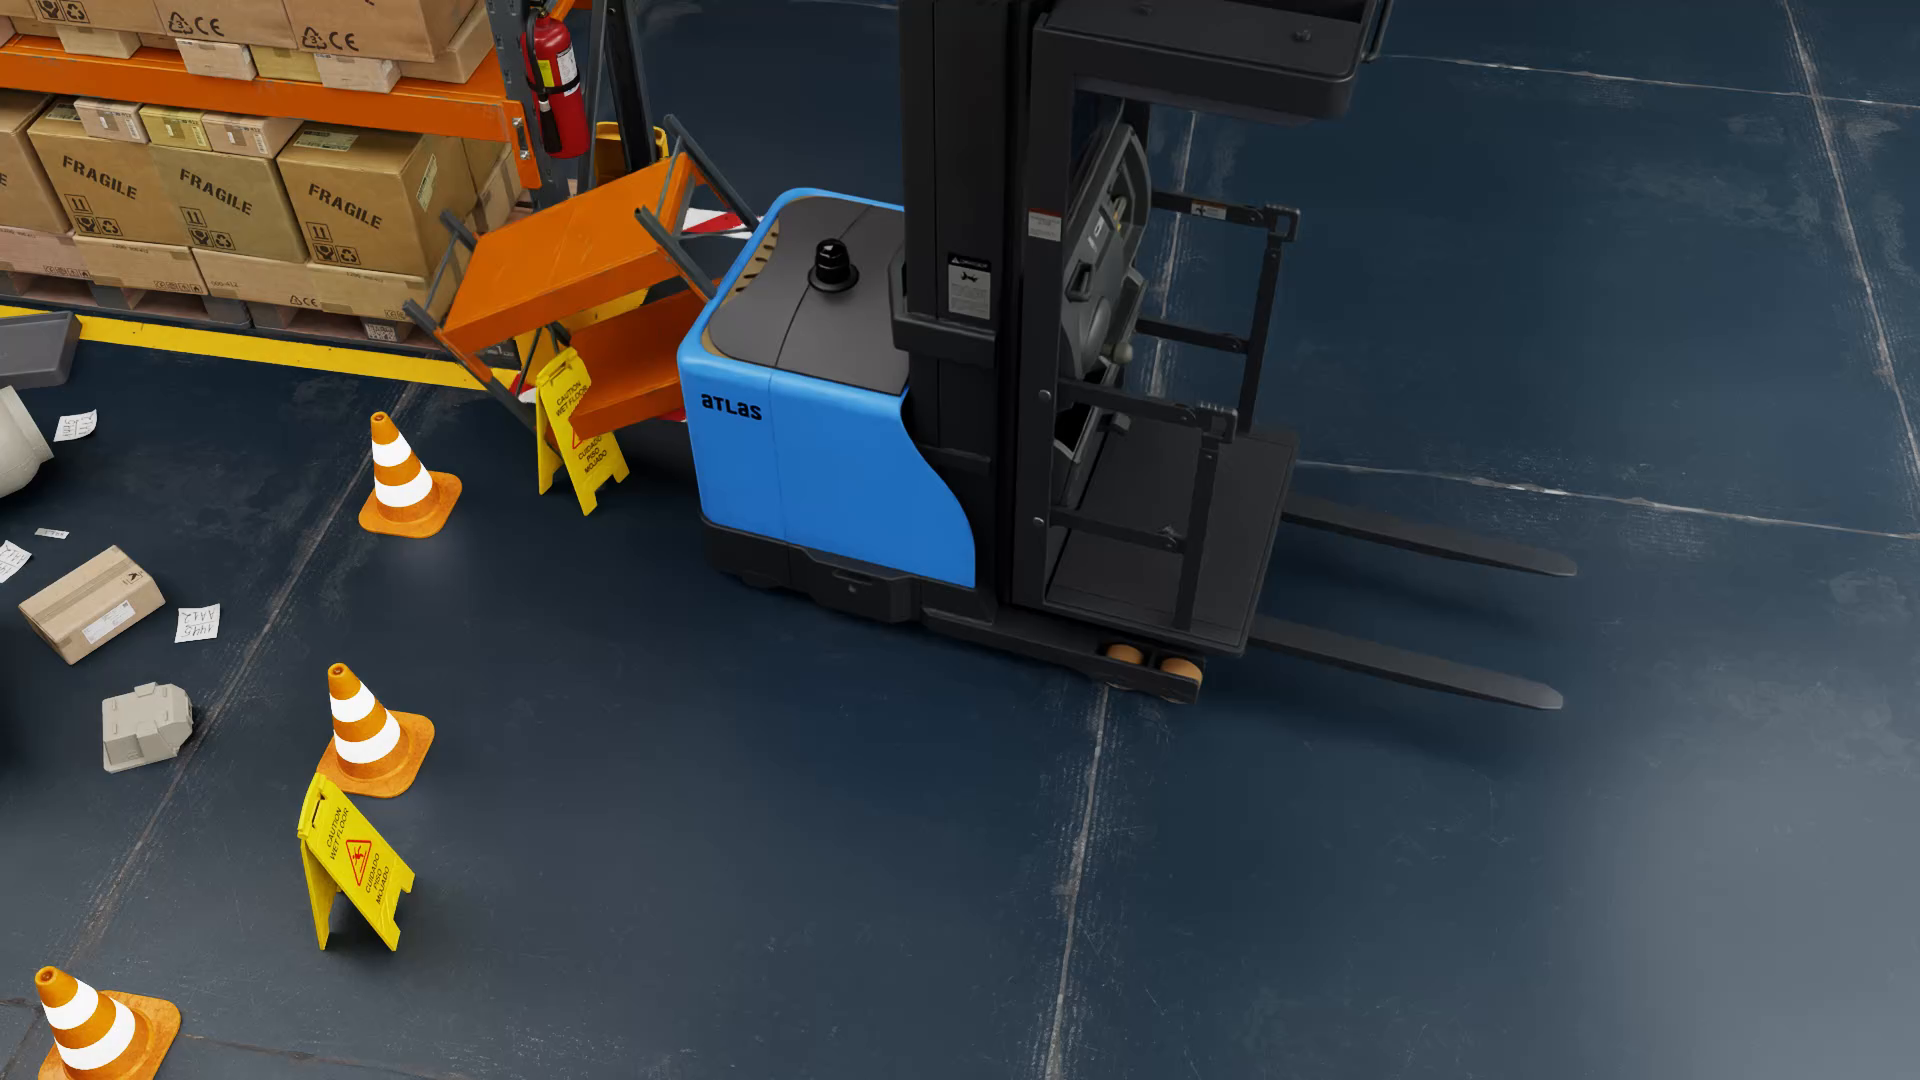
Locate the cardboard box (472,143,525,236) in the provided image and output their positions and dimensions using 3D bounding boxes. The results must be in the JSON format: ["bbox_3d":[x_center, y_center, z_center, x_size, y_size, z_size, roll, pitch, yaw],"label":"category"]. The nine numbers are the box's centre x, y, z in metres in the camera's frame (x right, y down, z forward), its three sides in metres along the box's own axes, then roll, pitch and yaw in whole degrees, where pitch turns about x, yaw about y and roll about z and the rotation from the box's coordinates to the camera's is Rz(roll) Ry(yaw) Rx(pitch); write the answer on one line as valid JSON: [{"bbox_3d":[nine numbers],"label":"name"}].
[{"bbox_3d":[-2.195,-1.559,7.201,0.500,0.250,0.500,7,48,7],"label":"cardboard box"}]

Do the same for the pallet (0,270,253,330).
[{"bbox_3d":[-3.516,-1.403,7.369,1.213,0.211,1.003,8,49,7],"label":"pallet"}]

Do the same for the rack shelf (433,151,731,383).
[{"bbox_3d":[-1.312,-0.958,5.820,1.000,0.278,0.538,-15,48,26],"label":"rack shelf"}]

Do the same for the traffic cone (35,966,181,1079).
[{"bbox_3d":[-2.502,1.346,4.730,0.334,0.463,0.336,8,49,7],"label":"traffic cone"}]

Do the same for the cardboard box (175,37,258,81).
[{"bbox_3d":[-2.633,-1.852,6.066,0.250,0.149,0.380,8,49,8],"label":"cardboard box"}]

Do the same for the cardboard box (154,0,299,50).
[{"bbox_3d":[-2.526,-2.102,5.855,0.500,0.500,0.500,8,49,7],"label":"cardboard box"}]

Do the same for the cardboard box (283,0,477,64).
[{"bbox_3d":[-2.034,-2.032,5.792,0.500,0.500,0.500,7,48,6],"label":"cardboard box"}]

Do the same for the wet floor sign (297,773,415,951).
[{"bbox_3d":[-1.851,0.949,4.963,0.232,0.644,0.267,0,48,0],"label":"wet floor sign"}]

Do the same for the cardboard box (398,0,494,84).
[{"bbox_3d":[-1.857,-1.838,6.054,0.250,0.149,0.380,9,49,8],"label":"cardboard box"}]

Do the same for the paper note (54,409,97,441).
[{"bbox_3d":[-3.533,-0.459,6.642,0.148,0.019,0.142,-7,48,-7],"label":"paper note"}]

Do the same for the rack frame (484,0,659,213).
[{"bbox_3d":[-1.451,-2.029,6.057,0.127,3.000,1.000,8,49,7],"label":"rack frame"}]

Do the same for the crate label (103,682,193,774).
[{"bbox_3d":[-2.751,0.614,5.606,0.298,0.136,0.250,-15,50,-13],"label":"crate label"}]

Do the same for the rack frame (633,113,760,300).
[{"bbox_3d":[-0.728,-0.909,5.794,0.032,1.125,0.500,-15,48,26],"label":"rack frame"}]

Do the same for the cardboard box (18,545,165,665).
[{"bbox_3d":[-3.099,0.229,5.944,0.250,0.149,0.380,32,56,26],"label":"cardboard box"}]

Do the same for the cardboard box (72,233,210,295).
[{"bbox_3d":[-3.318,-1.300,6.968,0.500,0.250,0.500,6,48,5],"label":"cardboard box"}]

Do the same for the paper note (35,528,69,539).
[{"bbox_3d":[-3.422,-0.025,6.266,0.123,0.001,0.032,8,49,7],"label":"paper note"}]

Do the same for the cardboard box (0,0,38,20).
[{"bbox_3d":[-3.513,-2.251,5.989,0.500,0.500,0.500,8,49,7],"label":"cardboard box"}]

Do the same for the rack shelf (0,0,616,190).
[{"bbox_3d":[-3.419,-2.053,6.562,4.000,0.370,1.077,8,49,7],"label":"rack shelf"}]

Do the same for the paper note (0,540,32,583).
[{"bbox_3d":[-3.544,0.077,6.168,0.142,0.019,0.148,23,52,20],"label":"paper note"}]

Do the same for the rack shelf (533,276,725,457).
[{"bbox_3d":[-1.053,-0.653,6.178,1.000,0.278,0.538,-15,48,26],"label":"rack shelf"}]

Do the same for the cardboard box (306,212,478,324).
[{"bbox_3d":[-2.318,-1.164,6.845,0.500,0.250,0.500,7,48,7],"label":"cardboard box"}]

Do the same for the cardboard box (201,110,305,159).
[{"bbox_3d":[-2.659,-1.632,6.326,0.250,0.149,0.380,9,49,8],"label":"cardboard box"}]

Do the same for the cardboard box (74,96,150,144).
[{"bbox_3d":[-3.165,-1.704,6.391,0.250,0.149,0.380,10,49,8],"label":"cardboard box"}]

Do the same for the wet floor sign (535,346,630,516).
[{"bbox_3d":[-1.454,-0.434,6.206,0.232,0.644,0.267,23,52,20],"label":"wet floor sign"}]

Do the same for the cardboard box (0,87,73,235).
[{"bbox_3d":[-3.816,-1.622,6.753,0.500,0.500,0.500,10,49,9],"label":"cardboard box"}]

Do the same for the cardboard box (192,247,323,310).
[{"bbox_3d":[-2.802,-1.235,6.909,0.500,0.250,0.500,8,49,7],"label":"cardboard box"}]

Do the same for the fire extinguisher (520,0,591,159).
[{"bbox_3d":[-1.420,-1.651,5.769,0.183,0.674,0.296,8,49,7],"label":"fire extinguisher"}]

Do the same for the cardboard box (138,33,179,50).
[{"bbox_3d":[-2.860,-1.989,6.189,0.250,0.149,0.380,8,49,7],"label":"cardboard box"}]

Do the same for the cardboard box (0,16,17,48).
[{"bbox_3d":[-3.624,-2.009,6.207,0.250,0.149,0.380,7,48,7],"label":"cardboard box"}]

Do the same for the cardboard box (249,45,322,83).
[{"bbox_3d":[-2.374,-1.840,6.055,0.250,0.149,0.380,7,48,6],"label":"cardboard box"}]

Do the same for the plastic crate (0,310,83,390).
[{"bbox_3d":[-3.988,-0.774,6.892,0.583,0.080,0.402,-7,48,-7],"label":"plastic crate"}]

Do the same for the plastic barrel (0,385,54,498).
[{"bbox_3d":[-3.753,-0.333,6.265,0.512,0.421,0.421,-32,55,-25],"label":"plastic barrel"}]

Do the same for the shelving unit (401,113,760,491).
[{"bbox_3d":[-1.171,-0.792,6.015,1.048,1.125,0.538,-15,48,26],"label":"shelving unit"}]

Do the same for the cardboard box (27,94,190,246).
[{"bbox_3d":[-3.295,-1.555,6.692,0.500,0.500,0.500,7,48,6],"label":"cardboard box"}]

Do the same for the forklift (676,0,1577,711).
[{"bbox_3d":[0.638,-0.862,5.054,3.031,2.935,1.130,14,50,12],"label":"forklift"}]

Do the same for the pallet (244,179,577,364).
[{"bbox_3d":[-2.319,-1.240,7.223,1.213,0.211,1.003,8,49,7],"label":"pallet"}]

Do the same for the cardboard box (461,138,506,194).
[{"bbox_3d":[-2.219,-1.813,6.924,0.500,0.500,0.500,6,48,6],"label":"cardboard box"}]

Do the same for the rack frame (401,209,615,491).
[{"bbox_3d":[-1.614,-0.675,6.236,0.032,1.125,0.500,-15,48,26],"label":"rack frame"}]

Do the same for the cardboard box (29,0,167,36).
[{"bbox_3d":[-3.018,-2.170,5.916,0.500,0.500,0.500,7,48,7],"label":"cardboard box"}]

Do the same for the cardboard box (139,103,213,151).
[{"bbox_3d":[-2.906,-1.668,6.358,0.250,0.149,0.380,8,49,7],"label":"cardboard box"}]

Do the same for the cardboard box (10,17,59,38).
[{"bbox_3d":[-3.358,-2.054,6.248,0.250,0.149,0.380,8,49,7],"label":"cardboard box"}]

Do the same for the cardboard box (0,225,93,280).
[{"bbox_3d":[-3.805,-1.373,7.034,0.500,0.250,0.500,7,48,6],"label":"cardboard box"}]

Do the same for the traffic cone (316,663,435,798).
[{"bbox_3d":[-1.966,0.564,5.432,0.334,0.463,0.336,8,49,7],"label":"traffic cone"}]

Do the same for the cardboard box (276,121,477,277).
[{"bbox_3d":[-2.286,-1.416,6.568,0.500,0.500,0.500,8,49,7],"label":"cardboard box"}]

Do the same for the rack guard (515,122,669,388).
[{"bbox_3d":[-1.526,-1.204,6.995,0.348,0.500,1.175,8,49,7],"label":"rack guard"}]

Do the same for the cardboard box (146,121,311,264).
[{"bbox_3d":[-2.800,-1.483,6.628,0.500,0.500,0.500,9,49,8],"label":"cardboard box"}]

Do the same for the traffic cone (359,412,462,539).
[{"bbox_3d":[-2.103,-0.294,6.203,0.334,0.463,0.336,8,49,7],"label":"traffic cone"}]

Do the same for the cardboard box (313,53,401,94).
[{"bbox_3d":[-2.126,-1.790,6.011,0.250,0.149,0.380,7,48,6],"label":"cardboard box"}]

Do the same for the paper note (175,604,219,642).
[{"bbox_3d":[-2.735,0.295,5.964,0.142,0.019,0.148,-7,48,-7],"label":"paper note"}]

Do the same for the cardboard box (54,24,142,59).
[{"bbox_3d":[-3.128,-1.956,6.160,0.250,0.149,0.380,7,48,6],"label":"cardboard box"}]
